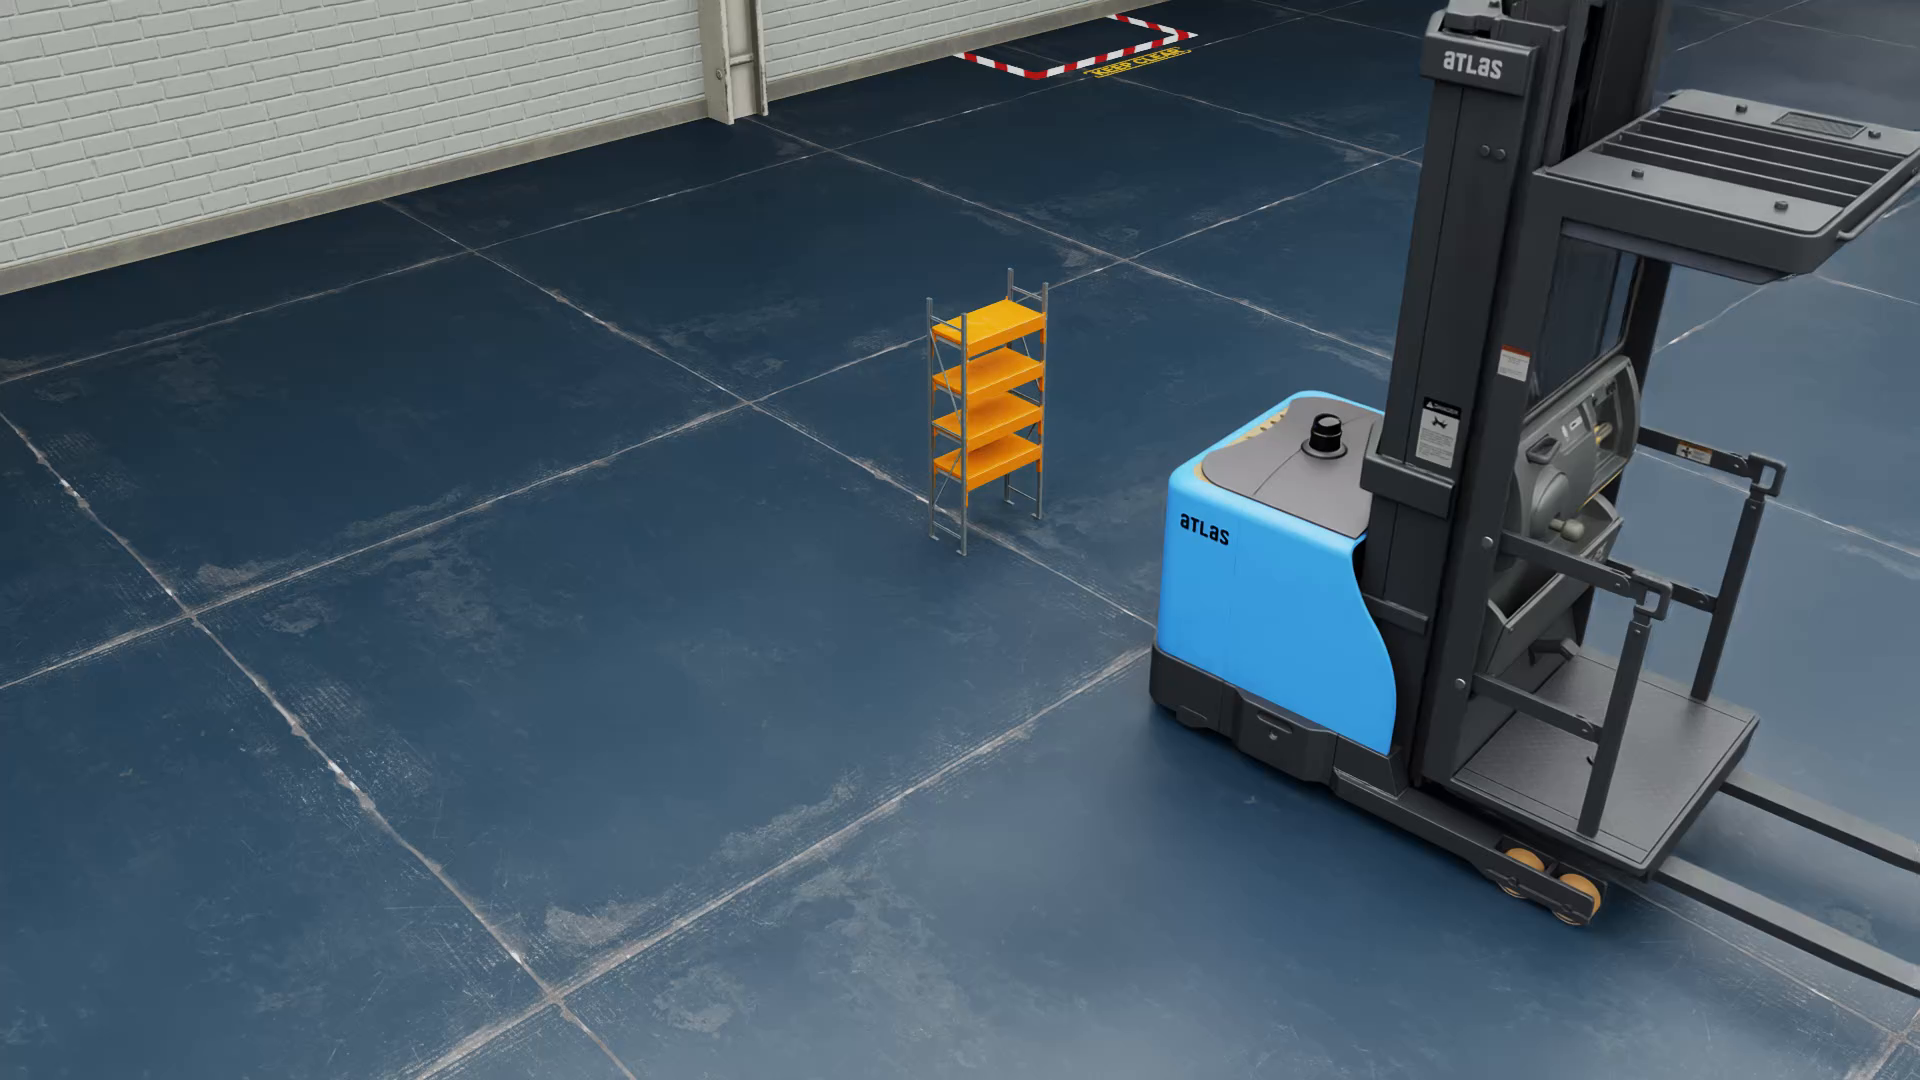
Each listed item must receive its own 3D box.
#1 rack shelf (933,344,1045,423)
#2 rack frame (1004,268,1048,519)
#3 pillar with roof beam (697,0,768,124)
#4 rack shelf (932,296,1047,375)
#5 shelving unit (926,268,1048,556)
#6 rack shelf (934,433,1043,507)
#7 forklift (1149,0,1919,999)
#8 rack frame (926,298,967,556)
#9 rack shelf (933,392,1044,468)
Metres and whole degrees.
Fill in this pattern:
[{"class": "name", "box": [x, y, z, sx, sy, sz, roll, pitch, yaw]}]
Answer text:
[{"class": "rack shelf", "box": [0.121, -0.704, 7.451, 0.480, 0.148, 0.258, -26, 40, -35]}, {"class": "rack frame", "box": [0.300, -0.657, 7.675, 0.015, 1.200, 0.240, -26, 40, -35]}, {"class": "pillar with roof beam", "box": [1.146, -5.595, 8.273, 0.400, 9.000, 9.100, -26, 40, -35]}, {"class": "rack shelf", "box": [0.121, -0.906, 7.328, 0.480, 0.148, 0.258, -26, 40, -35]}, {"class": "shelving unit", "box": [0.121, -0.571, 7.533, 0.503, 1.200, 0.258, -26, 40, -35]}, {"class": "rack shelf", "box": [0.121, -0.344, 7.672, 0.480, 0.148, 0.258, -26, 40, -35]}, {"class": "forklift", "box": [2.193, -0.263, 5.370, 3.031, 2.935, 1.130, 25, 39, 34]}, {"class": "rack frame", "box": [-0.058, -0.484, 7.391, 0.015, 1.200, 0.240, -26, 40, -35]}, {"class": "rack shelf", "box": [0.121, -0.513, 7.568, 0.480, 0.148, 0.258, -26, 40, -35]}]
